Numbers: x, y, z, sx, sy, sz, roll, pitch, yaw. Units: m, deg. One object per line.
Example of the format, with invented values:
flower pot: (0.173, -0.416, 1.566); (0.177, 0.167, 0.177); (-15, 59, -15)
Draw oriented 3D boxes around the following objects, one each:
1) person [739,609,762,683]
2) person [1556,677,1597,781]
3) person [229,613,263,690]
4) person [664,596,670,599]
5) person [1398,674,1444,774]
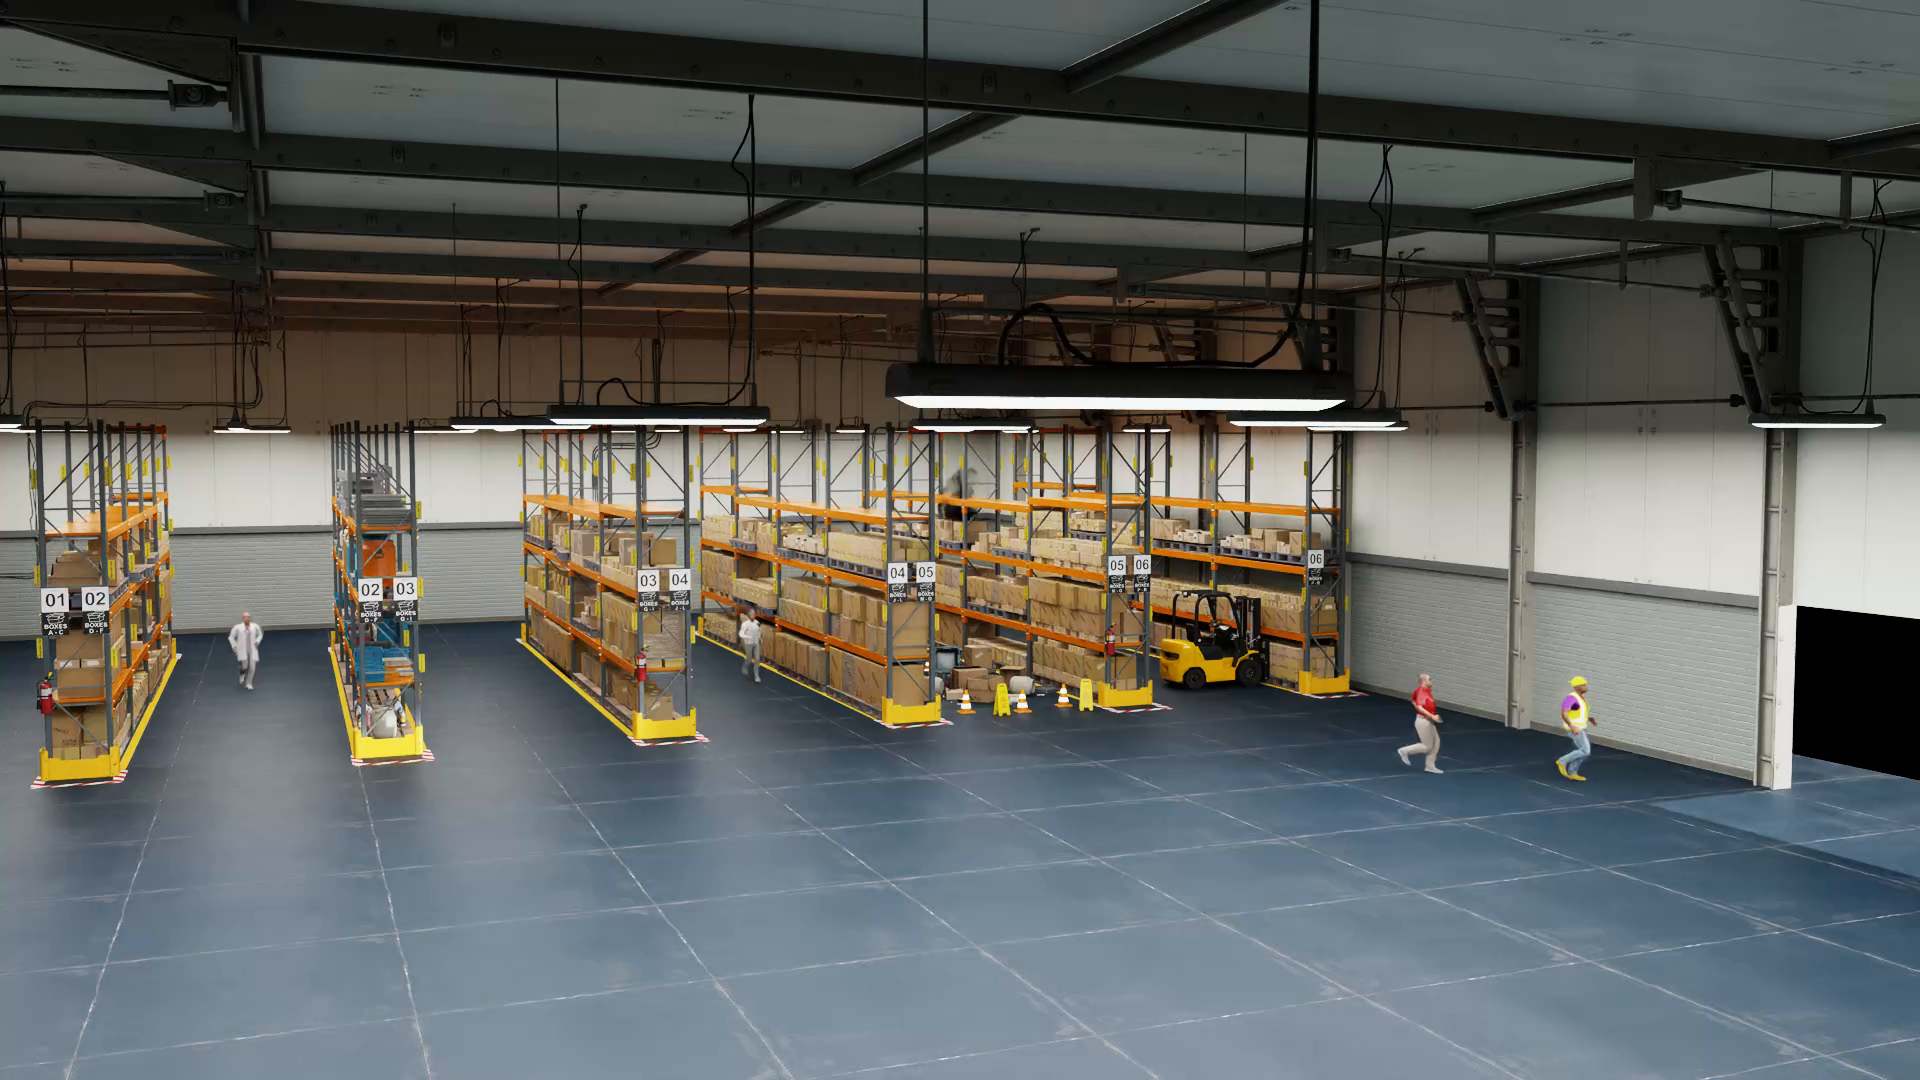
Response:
person: (-4.865, 2.445, 38.886); (0.616, 1.693, 0.901); (-2, 4, -29)
person: (10.259, 3.130, 27.663); (0.577, 1.732, 0.714); (2, 4, 34)
person: (-16.137, 2.511, 37.641); (0.710, 1.733, 0.637); (-2, 4, -35)
person: (-8.349, 2.008, 46.632); (0.612, 1.596, 0.525); (-1, 4, -9)
person: (7.852, 3.123, 28.288); (0.775, 1.707, 0.662); (1, 4, 15)
